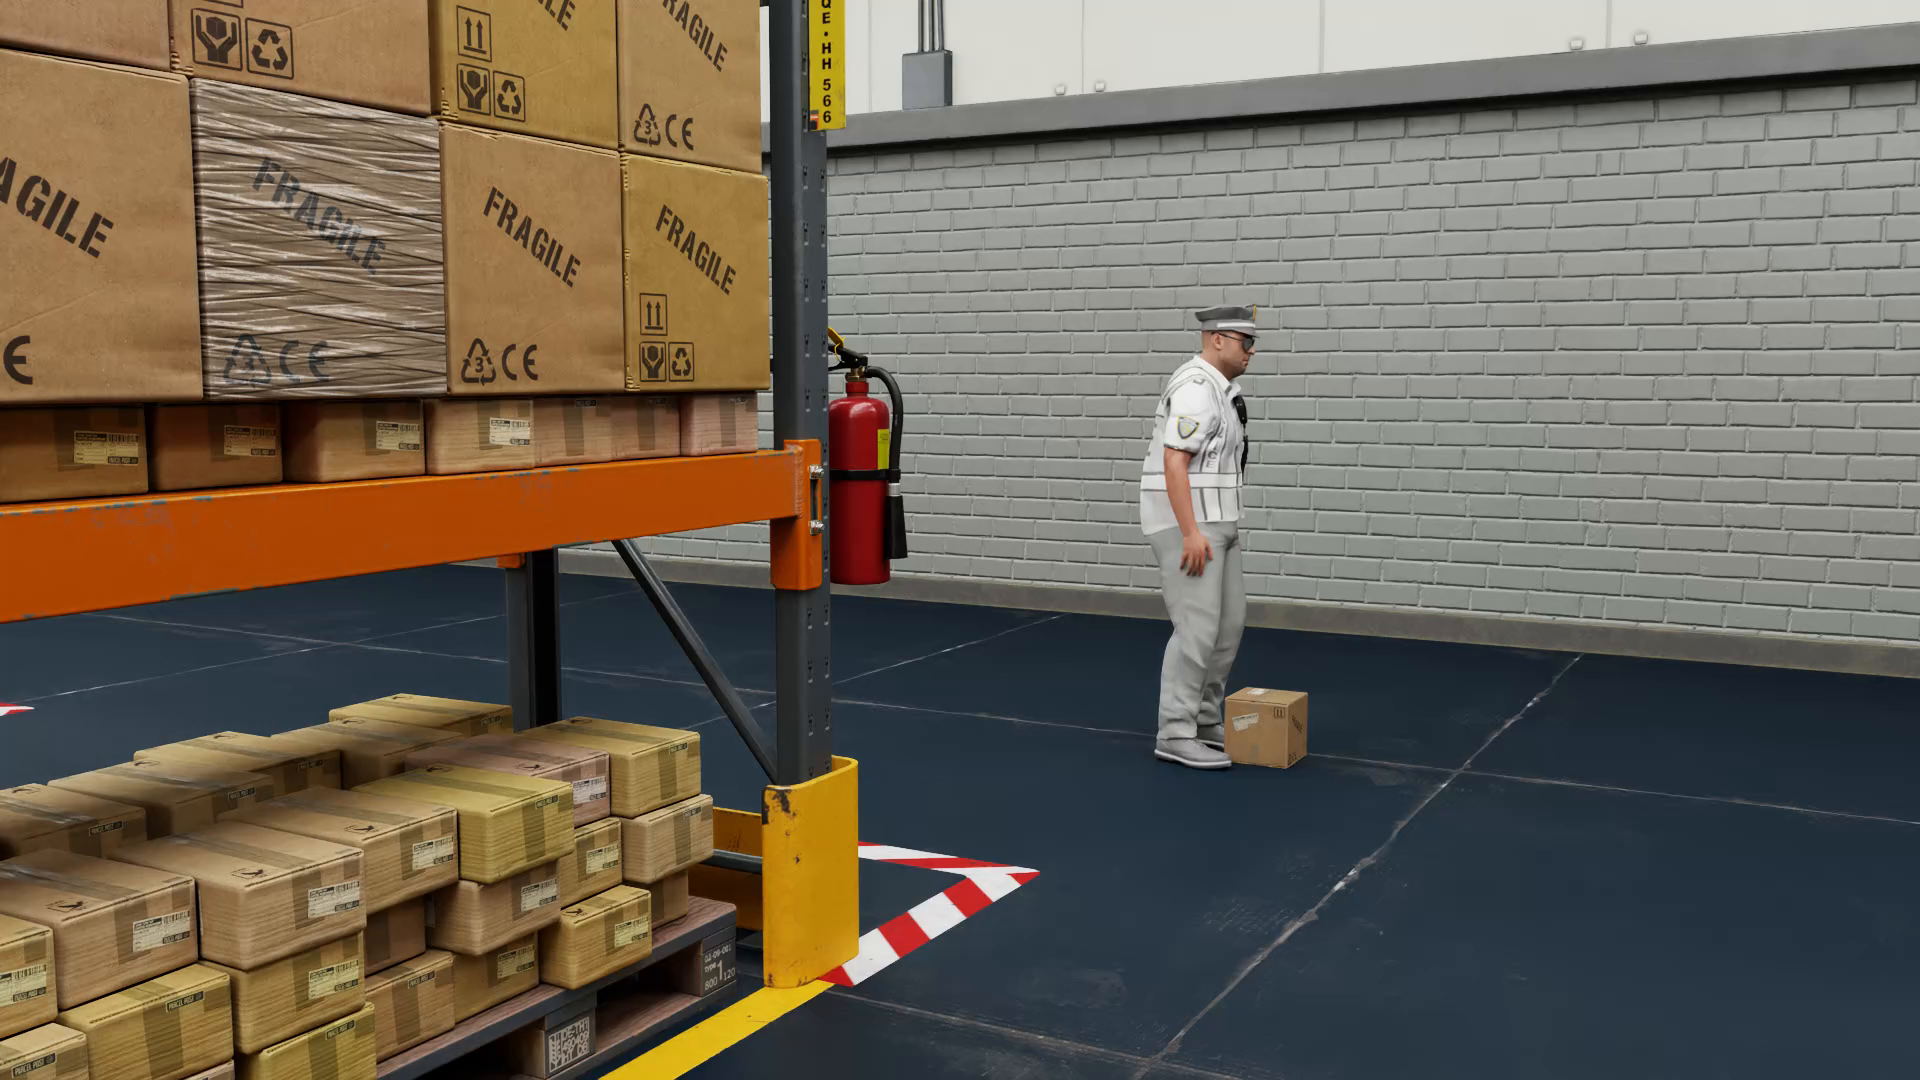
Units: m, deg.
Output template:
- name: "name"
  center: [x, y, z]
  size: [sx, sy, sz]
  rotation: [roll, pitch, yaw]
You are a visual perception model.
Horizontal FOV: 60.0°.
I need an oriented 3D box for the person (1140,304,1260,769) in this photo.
- name: "person"
  center: [0.936, -0.038, 6.462]
  size: [0.441, 1.747, 0.601]
  rotation: [3, 7, 25]
